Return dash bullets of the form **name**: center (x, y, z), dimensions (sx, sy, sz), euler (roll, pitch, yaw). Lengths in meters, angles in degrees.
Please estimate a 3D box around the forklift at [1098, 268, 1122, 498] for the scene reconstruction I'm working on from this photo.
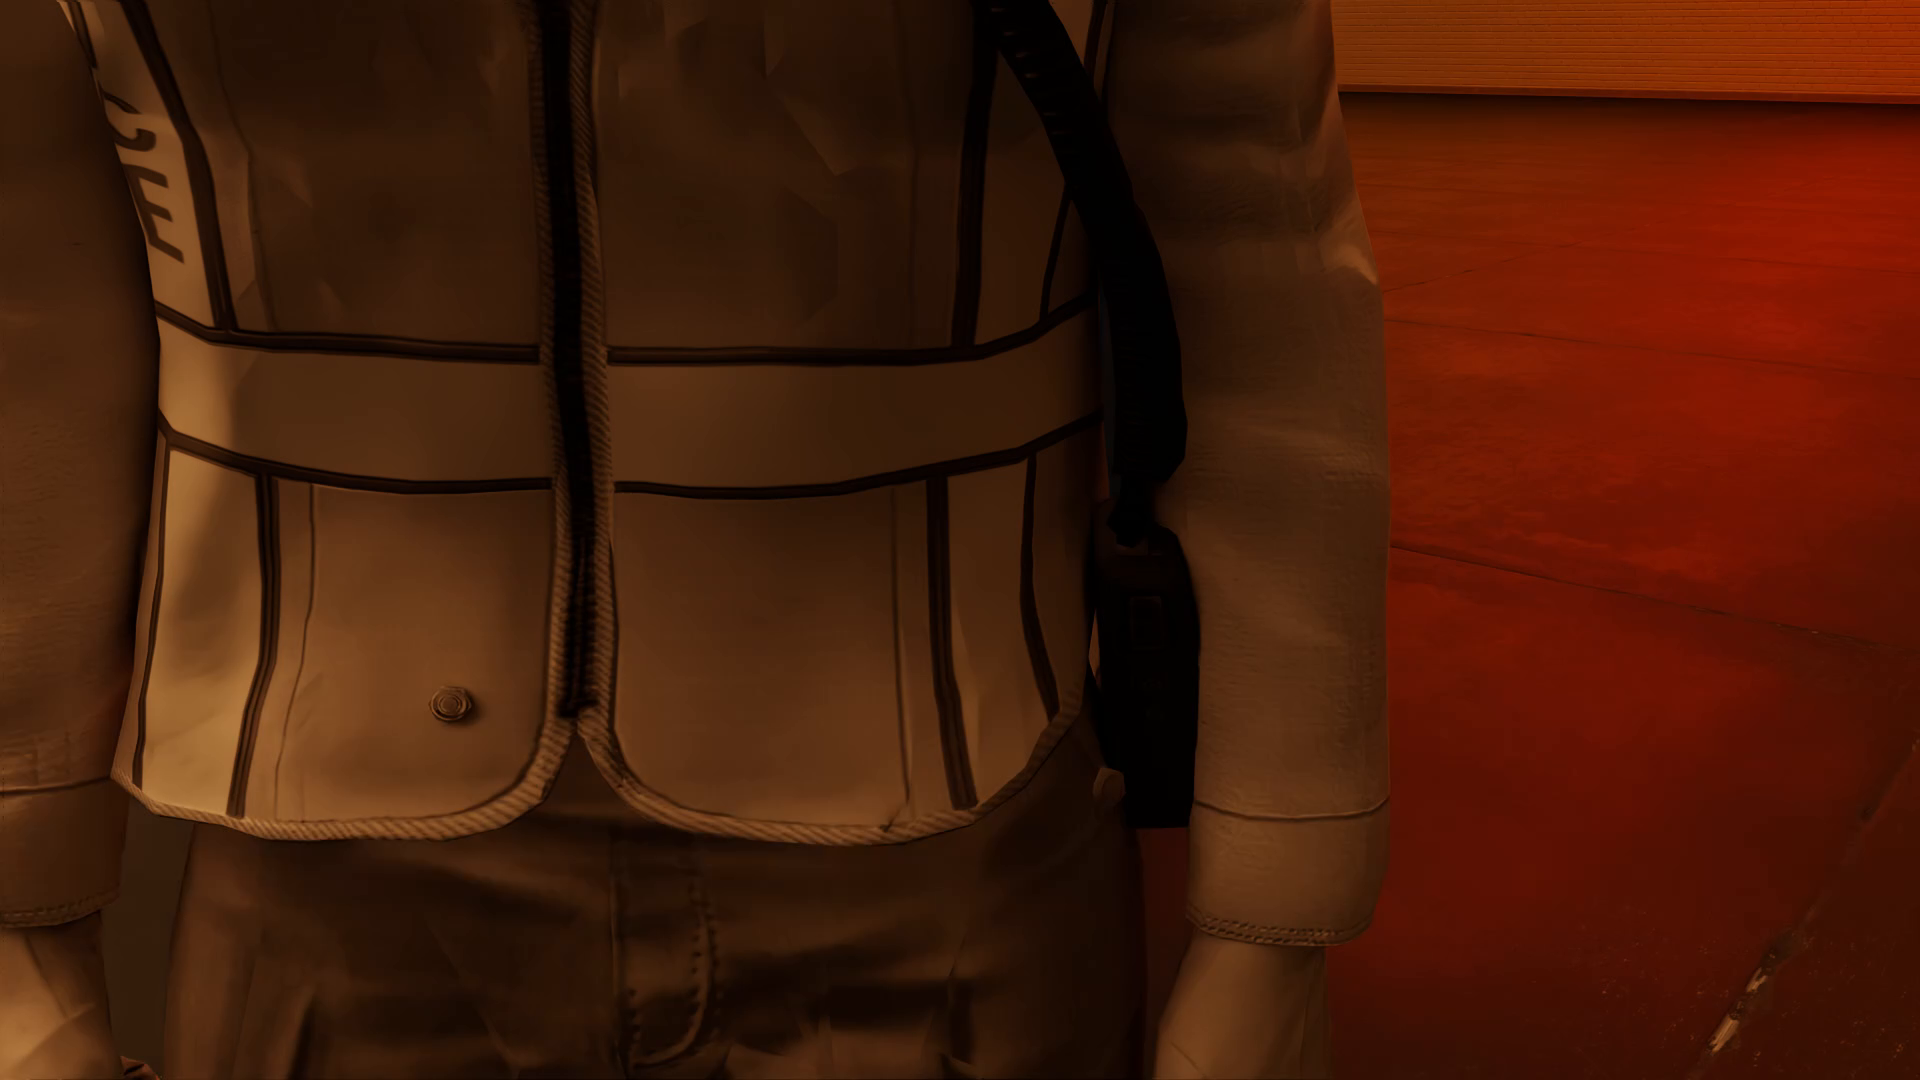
- **forklift**: center (0.182, -1.571, 4.072), dimensions (1.130, 2.935, 3.031), euler (5, 18, 17)
